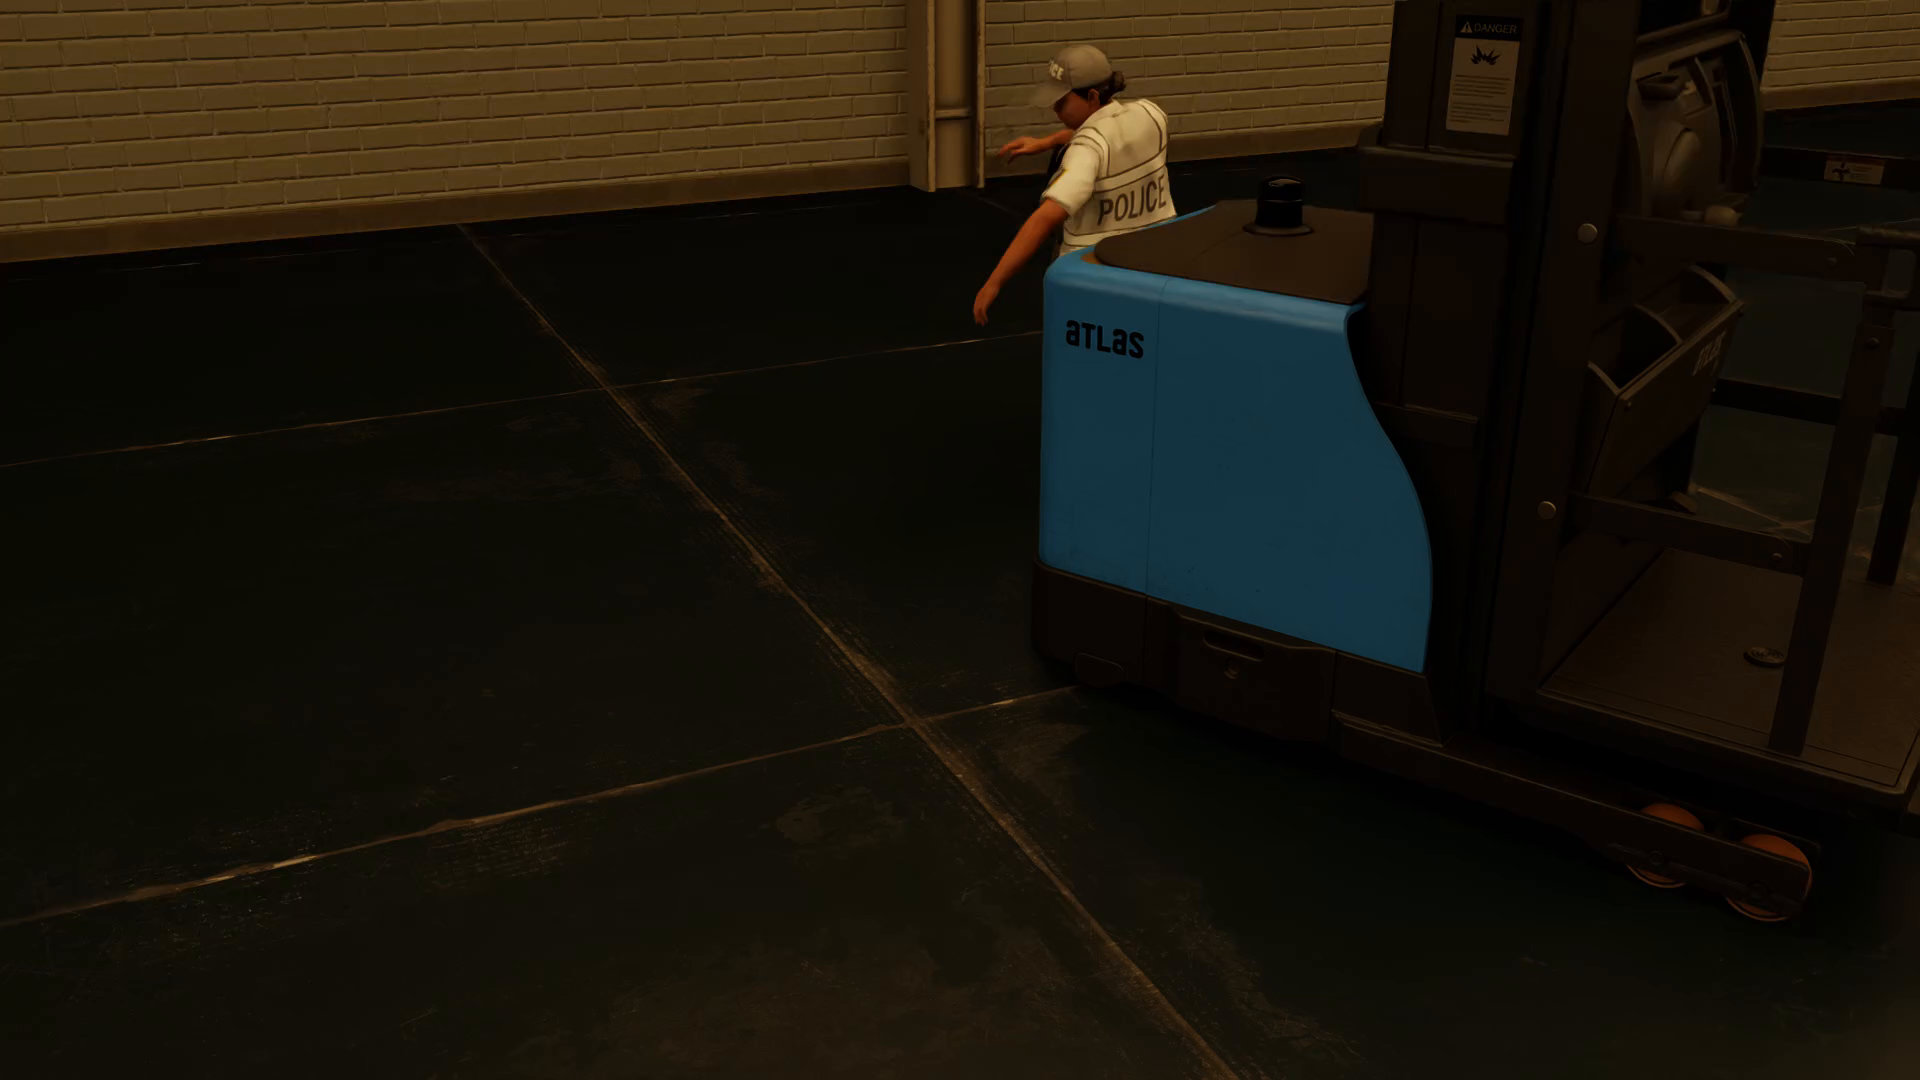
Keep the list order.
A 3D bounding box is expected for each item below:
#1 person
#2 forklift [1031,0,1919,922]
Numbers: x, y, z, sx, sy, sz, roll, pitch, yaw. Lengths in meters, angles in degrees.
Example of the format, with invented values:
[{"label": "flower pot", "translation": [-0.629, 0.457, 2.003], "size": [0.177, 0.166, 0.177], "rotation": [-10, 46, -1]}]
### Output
[{"label": "person", "translation": [0.400, -0.907, 5.554], "size": [0.699, 1.440, 0.928], "rotation": [1, 23, 1]}, {"label": "forklift", "translation": [1.668, -0.830, 3.285], "size": [3.031, 2.935, 1.130], "rotation": [16, 27, 33]}]
